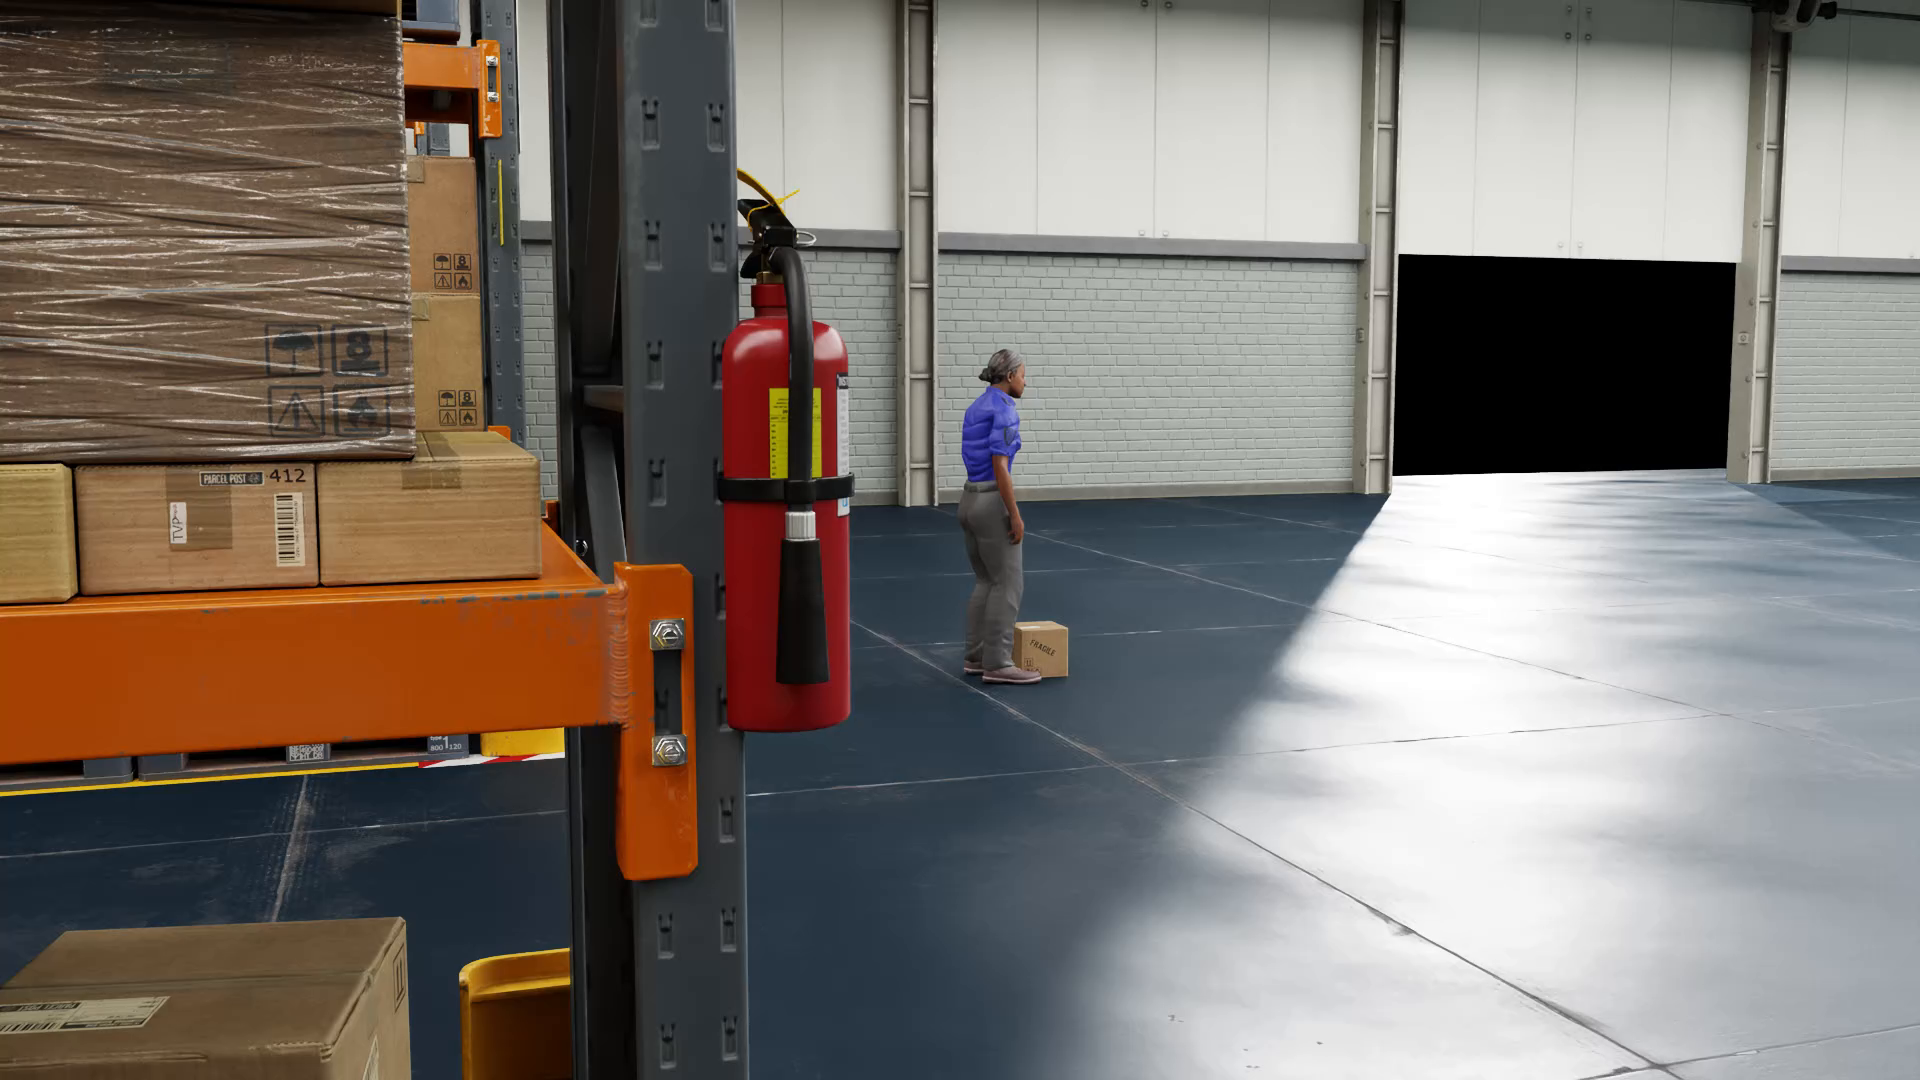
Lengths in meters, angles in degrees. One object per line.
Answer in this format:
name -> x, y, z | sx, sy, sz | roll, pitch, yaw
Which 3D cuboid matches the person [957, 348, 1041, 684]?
person -> 0.178, -0.129, 8.343 | 0.347, 1.655, 0.507 | -2, 6, -19
